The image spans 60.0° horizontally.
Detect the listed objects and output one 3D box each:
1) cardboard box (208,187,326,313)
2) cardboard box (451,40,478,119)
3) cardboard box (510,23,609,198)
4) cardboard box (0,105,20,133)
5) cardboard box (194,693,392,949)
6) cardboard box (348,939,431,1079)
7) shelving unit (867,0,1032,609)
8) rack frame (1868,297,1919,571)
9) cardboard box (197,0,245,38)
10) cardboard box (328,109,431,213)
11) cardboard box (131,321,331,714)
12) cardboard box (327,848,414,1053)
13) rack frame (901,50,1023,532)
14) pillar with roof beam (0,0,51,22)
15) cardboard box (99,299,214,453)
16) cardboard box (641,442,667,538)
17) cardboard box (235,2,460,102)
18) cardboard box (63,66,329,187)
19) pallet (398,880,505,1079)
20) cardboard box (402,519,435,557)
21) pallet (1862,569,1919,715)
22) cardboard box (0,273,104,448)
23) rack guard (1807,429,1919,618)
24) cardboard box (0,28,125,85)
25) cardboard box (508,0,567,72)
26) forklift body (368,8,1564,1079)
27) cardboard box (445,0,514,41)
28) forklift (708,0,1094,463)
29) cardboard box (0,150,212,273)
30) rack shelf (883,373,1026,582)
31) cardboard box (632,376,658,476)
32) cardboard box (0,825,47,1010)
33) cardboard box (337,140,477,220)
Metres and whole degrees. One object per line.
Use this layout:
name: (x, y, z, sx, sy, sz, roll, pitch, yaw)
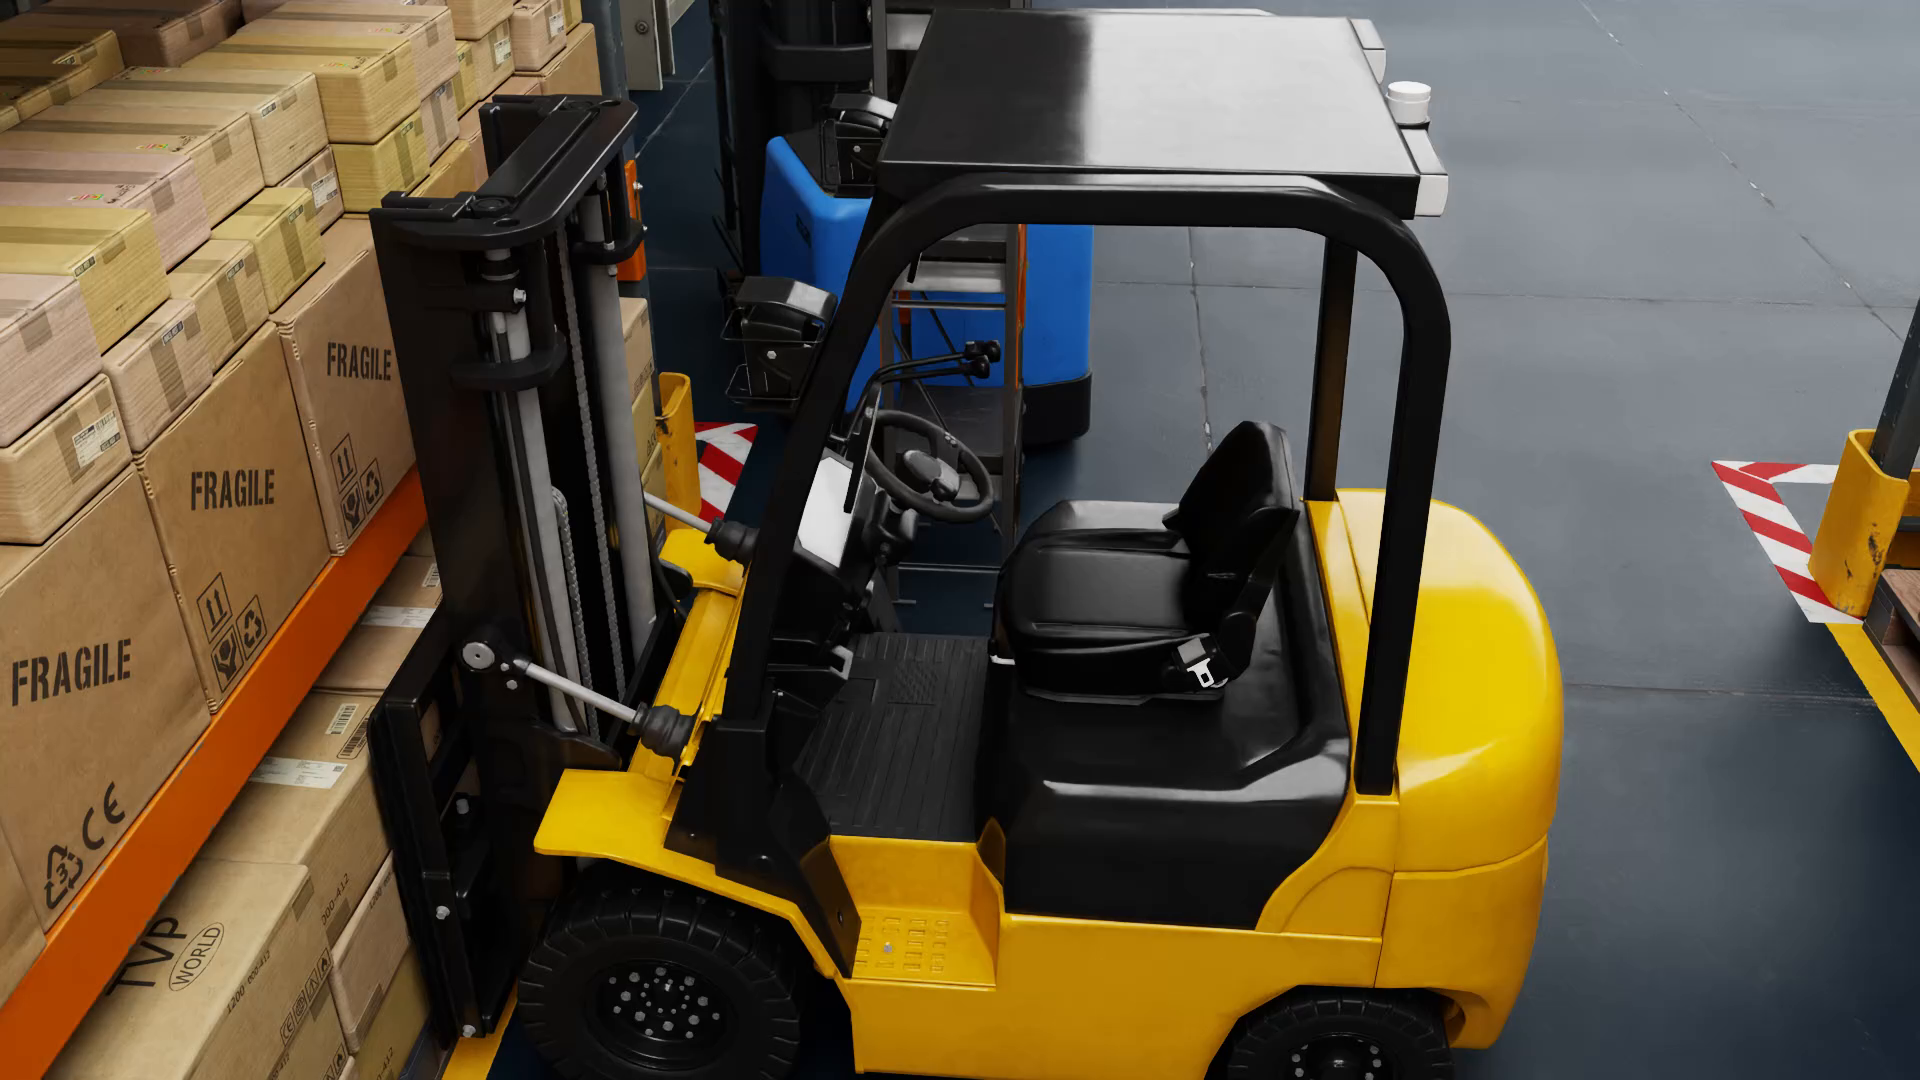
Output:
cardboard box: (-1.408, -0.537, 3.049, 0.380, 0.149, 0.250, 2, 32, 3)
cardboard box: (-1.369, -1.075, 3.922, 0.380, 0.149, 0.250, 2, 32, 4)
cardboard box: (-1.294, -1.121, 4.614, 0.500, 0.500, 0.500, 2, 32, 3)
cardboard box: (-1.928, -0.680, 2.997, 0.380, 0.149, 0.250, 3, 32, 5)
cardboard box: (-1.408, 0.544, 3.276, 0.500, 0.250, 0.500, 3, 32, 6)
cardboard box: (-1.420, 0.962, 3.550, 0.500, 0.250, 0.500, 3, 32, 5)
shelving unit: (-0.013, -0.807, 5.059, 0.431, 2.100, 0.503, 2, 32, 4)
rack frame: (3.432, -1.137, 4.735, 1.000, 3.000, 0.127, 2, 32, 4)
cardboard box: (-1.853, -1.223, 3.878, 0.380, 0.149, 0.250, 3, 32, 4)
cardboard box: (-1.345, -0.800, 3.476, 0.380, 0.149, 0.250, 3, 32, 4)
cardboard box: (-1.479, -0.057, 2.887, 0.500, 0.500, 0.500, 2, 32, 3)
cardboard box: (-1.403, 0.758, 3.405, 0.500, 0.250, 0.500, 2, 32, 4)
rack frame: (0.006, -0.935, 5.266, 0.400, 2.100, 0.015, 2, 32, 4)
pillar with roof beam: (1.820, -3.391, 2.676, 9.100, 9.000, 0.400, 2, 32, 4)
cardboard box: (-1.423, -0.265, 2.608, 0.380, 0.149, 0.250, 2, 32, 3)
cardboard box: (-1.239, -0.096, 5.267, 0.500, 0.250, 0.500, 3, 32, 4)
cardboard box: (-1.323, -1.060, 3.613, 0.380, 0.149, 0.250, 3, 32, 5)
cardboard box: (-1.454, -0.794, 3.181, 0.380, 0.149, 0.250, 3, 32, 5)
pallet: (-1.638, 0.878, 4.124, 1.003, 0.211, 1.213, 2, 32, 4)
cardboard box: (-1.309, 0.005, 4.150, 0.500, 0.250, 0.500, 3, 32, 5)
pallet: (3.324, 0.513, 4.716, 1.003, 0.211, 1.213, 2, 32, 4)
cardboard box: (-1.453, -0.259, 2.314, 0.380, 0.149, 0.250, 3, 32, 5)
rack guard: (3.426, -0.033, 5.327, 1.175, 0.500, 0.348, 2, 32, 4)
cardboard box: (-1.969, -0.951, 3.437, 0.380, 0.149, 0.250, 2, 32, 3)
cardboard box: (-1.256, -1.337, 4.347, 0.380, 0.149, 0.250, 3, 32, 5)
forklift body: (0.148, 0.084, 3.564, 2.313, 2.155, 1.214, 2, 32, 4)
cardboard box: (-1.318, -1.328, 4.048, 0.380, 0.149, 0.250, 3, 32, 5)
forklift: (-0.447, -2.253, 6.611, 1.130, 2.935, 3.031, -10, 33, -15)
cardboard box: (-1.494, -0.532, 2.756, 0.380, 0.149, 0.250, 2, 32, 4)
rack shelf: (-0.013, -0.200, 5.433, 0.431, 0.518, 0.480, 2, 32, 4)
cardboard box: (-1.244, -0.300, 5.122, 0.500, 0.250, 0.500, 2, 32, 3)
cardboard box: (-1.545, 0.481, 2.015, 0.500, 0.500, 0.500, 2, 32, 3)
cardboard box: (-1.387, -0.582, 3.740, 0.500, 0.500, 0.500, 2, 32, 3)
